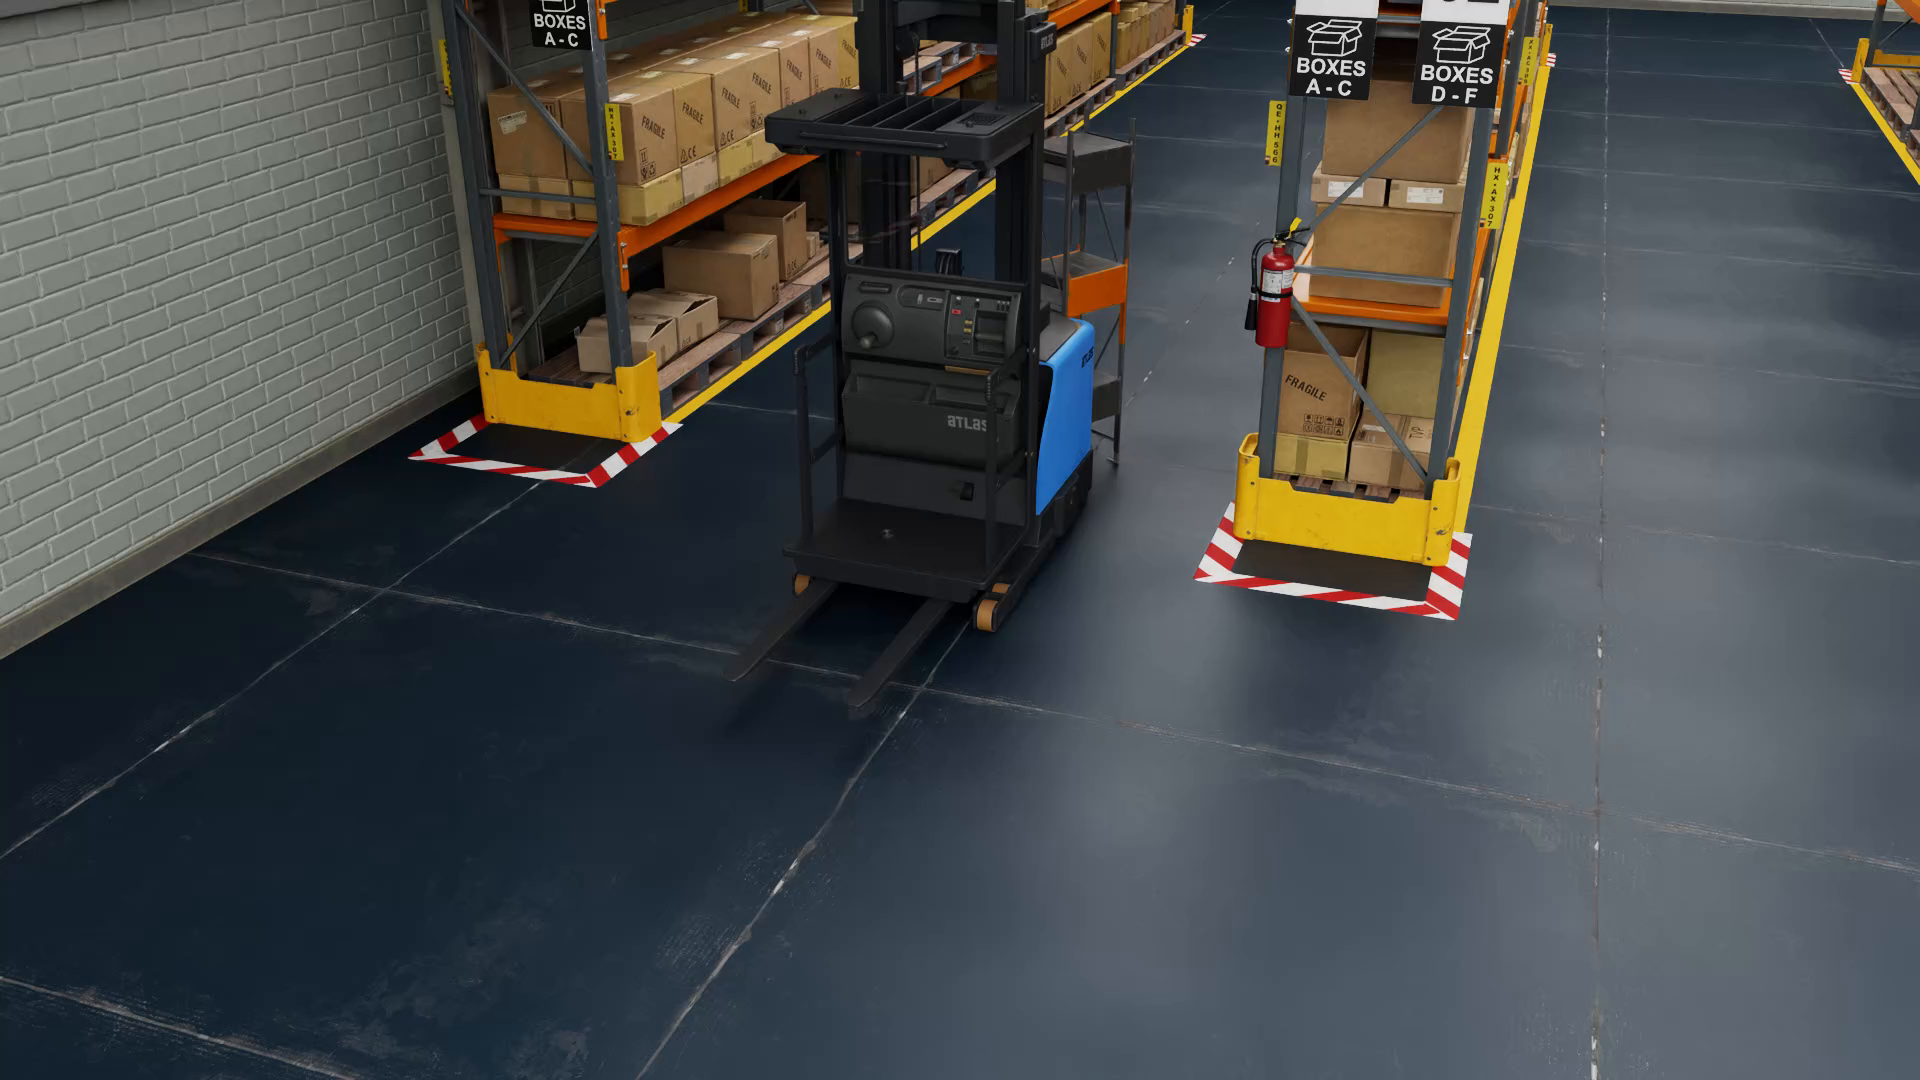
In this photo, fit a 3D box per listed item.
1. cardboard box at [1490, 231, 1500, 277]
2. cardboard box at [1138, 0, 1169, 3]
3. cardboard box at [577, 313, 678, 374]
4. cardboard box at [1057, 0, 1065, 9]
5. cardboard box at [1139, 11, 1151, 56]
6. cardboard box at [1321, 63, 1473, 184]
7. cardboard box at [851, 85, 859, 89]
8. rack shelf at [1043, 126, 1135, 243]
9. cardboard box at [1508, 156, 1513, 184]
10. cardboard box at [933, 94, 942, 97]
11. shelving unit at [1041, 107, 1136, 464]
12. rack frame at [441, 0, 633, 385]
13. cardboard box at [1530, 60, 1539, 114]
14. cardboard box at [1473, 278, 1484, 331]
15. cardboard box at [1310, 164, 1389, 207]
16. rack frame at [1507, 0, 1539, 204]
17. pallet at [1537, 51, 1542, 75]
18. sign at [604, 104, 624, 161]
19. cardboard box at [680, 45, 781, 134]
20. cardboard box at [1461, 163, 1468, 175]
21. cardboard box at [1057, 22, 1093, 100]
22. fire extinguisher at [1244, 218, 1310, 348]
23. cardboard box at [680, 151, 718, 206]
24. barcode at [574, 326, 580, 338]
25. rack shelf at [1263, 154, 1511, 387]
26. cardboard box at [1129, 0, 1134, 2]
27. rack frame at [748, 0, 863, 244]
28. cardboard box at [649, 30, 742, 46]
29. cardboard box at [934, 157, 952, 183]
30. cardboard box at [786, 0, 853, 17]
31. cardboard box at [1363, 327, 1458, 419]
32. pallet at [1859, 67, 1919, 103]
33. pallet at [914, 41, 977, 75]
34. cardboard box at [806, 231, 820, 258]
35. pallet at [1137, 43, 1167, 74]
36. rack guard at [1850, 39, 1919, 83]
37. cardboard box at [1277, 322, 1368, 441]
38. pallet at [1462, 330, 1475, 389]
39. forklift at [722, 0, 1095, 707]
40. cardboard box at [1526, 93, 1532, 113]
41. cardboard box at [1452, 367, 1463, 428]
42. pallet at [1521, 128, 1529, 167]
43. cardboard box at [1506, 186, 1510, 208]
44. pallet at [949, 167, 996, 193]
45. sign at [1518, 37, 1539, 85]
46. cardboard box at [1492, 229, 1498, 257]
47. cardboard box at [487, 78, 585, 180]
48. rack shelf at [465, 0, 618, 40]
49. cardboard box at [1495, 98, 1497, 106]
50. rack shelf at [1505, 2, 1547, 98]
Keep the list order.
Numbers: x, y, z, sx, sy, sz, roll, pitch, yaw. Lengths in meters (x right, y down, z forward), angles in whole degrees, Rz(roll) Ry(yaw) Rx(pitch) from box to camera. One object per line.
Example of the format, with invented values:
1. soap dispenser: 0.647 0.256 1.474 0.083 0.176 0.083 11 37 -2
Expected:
1. cardboard box: 3.999 -2.299 13.230 0.500 0.250 0.500 9 27 19
2. cardboard box: 2.686 -7.526 22.994 0.380 0.149 0.250 9 27 19
3. cardboard box: -2.229 -1.340 11.157 0.500 0.311 0.500 6 26 12
4. cardboard box: 0.946 -5.998 18.462 0.380 0.149 0.250 9 27 18
5. cardboard box: 2.138 -6.786 22.209 0.700 0.500 0.500 9 27 19
6. cardboard box: 2.313 -2.205 8.759 0.700 0.500 0.500 9 27 18
7. cardboard box: -1.085 -3.428 13.037 0.500 0.250 0.500 9 27 18
8. rack shelf: 0.663 -2.025 9.445 0.480 0.518 0.431 -21 33 -36
9. cardboard box: 4.511 -3.183 14.413 0.500 0.311 0.500 9 27 17
10. cardboard box: -0.488 -4.039 15.652 0.500 0.250 0.500 9 27 17
11. shelving unit: 0.660 -1.408 9.745 0.503 2.100 0.431 -21 33 -36
12. rack frame: -2.544 -2.081 10.107 1.000 3.000 0.127 9 27 17
13. cardboard box: 6.228 -5.124 18.755 0.500 0.500 0.500 9 27 17
14. cardboard box: 3.511 -1.737 12.070 0.500 0.250 0.500 9 27 17
15. cardboard box: 2.076 -1.886 8.844 0.380 0.149 0.250 8 27 17
16. rack frame: 4.790 -4.652 15.416 1.000 3.000 0.127 9 27 17
17. pallet: 7.163 -6.325 22.072 1.003 0.211 1.213 9 27 17
18. sign: -2.033 -2.392 9.755 0.100 0.325 0.005 9 27 17
19. cardboard box: -1.590 -3.140 11.581 0.500 0.500 0.500 10 27 19
20. cardboard box: 2.547 -1.940 8.956 0.380 0.149 0.250 8 27 16
21. cardboard box: 1.062 -5.582 19.323 0.750 0.750 0.750 10 27 19
22. fire extinguisher: 1.651 -1.348 8.682 0.296 0.674 0.183 9 27 17
23. cardboard box: -1.923 -2.393 10.899 0.500 0.250 0.500 8 27 16
24. barcode: -2.600 -1.410 11.290 0.001 0.075 0.075 9 27 17
25. rack shelf: 2.794 -1.863 10.480 1.077 0.370 4.000 9 27 17
26. cardboard box: 2.159 -7.375 22.682 0.380 0.149 0.250 9 27 18
27. rack frame: -1.213 -3.725 13.502 1.000 3.000 0.127 9 27 17
28. cardboard box: -1.913 -3.425 12.171 0.500 0.500 0.500 10 27 19
29. cardboard box: -0.492 -3.735 15.886 0.700 0.500 0.500 9 27 17
30. cardboard box: -1.012 -4.172 13.806 0.700 0.500 0.500 9 27 18
31. cardboard box: 2.681 -1.047 9.784 0.500 0.500 0.500 9 27 17
32. pallet: 11.811 -5.631 20.639 1.003 0.211 1.213 9 27 17
33. pallet: -0.502 -4.463 15.246 1.003 0.211 1.213 9 27 17
34. cardboard box: -1.363 -2.424 13.560 0.380 0.166 0.250 5 26 11
35. pallet: 2.180 -6.562 22.560 1.003 0.211 1.213 9 27 17
36. rack guard: 12.118 -6.106 21.288 1.175 0.500 0.348 9 27 17
37. cardboard box: 2.026 -0.917 9.515 0.500 0.500 0.500 9 27 17
38. pallet: 3.155 -1.432 11.966 1.003 0.211 1.213 9 27 17
39. forklift: -0.222 -1.062 8.080 1.130 2.935 3.031 9 27 18
40. cardboard box: 5.552 -4.292 17.036 0.500 0.500 0.500 8 27 17
41. cardboard box: 2.846 -0.915 10.372 0.500 0.250 0.500 9 27 17
42. pallet: 5.482 -4.198 17.678 1.003 0.211 1.213 9 27 17
43. cardboard box: 4.677 -3.140 14.966 0.500 0.250 0.500 8 27 17
44. pallet: -0.144 -3.793 16.841 1.003 0.211 1.213 9 27 17
45. sign: 3.983 -3.354 11.650 0.100 0.325 0.005 9 27 17
46. cardboard box: 3.832 -2.346 12.683 0.500 0.311 0.500 9 27 18
47. cardboard box: -2.588 -2.585 10.435 0.500 0.500 0.500 8 27 17
48. rack shelf: -1.879 -3.929 11.307 1.077 0.370 4.000 9 27 17
49. cardboard box: 3.315 -2.885 10.907 0.380 0.149 0.250 9 27 17
50. rack shelf: 5.456 -5.150 17.270 1.077 0.370 4.000 9 27 17
